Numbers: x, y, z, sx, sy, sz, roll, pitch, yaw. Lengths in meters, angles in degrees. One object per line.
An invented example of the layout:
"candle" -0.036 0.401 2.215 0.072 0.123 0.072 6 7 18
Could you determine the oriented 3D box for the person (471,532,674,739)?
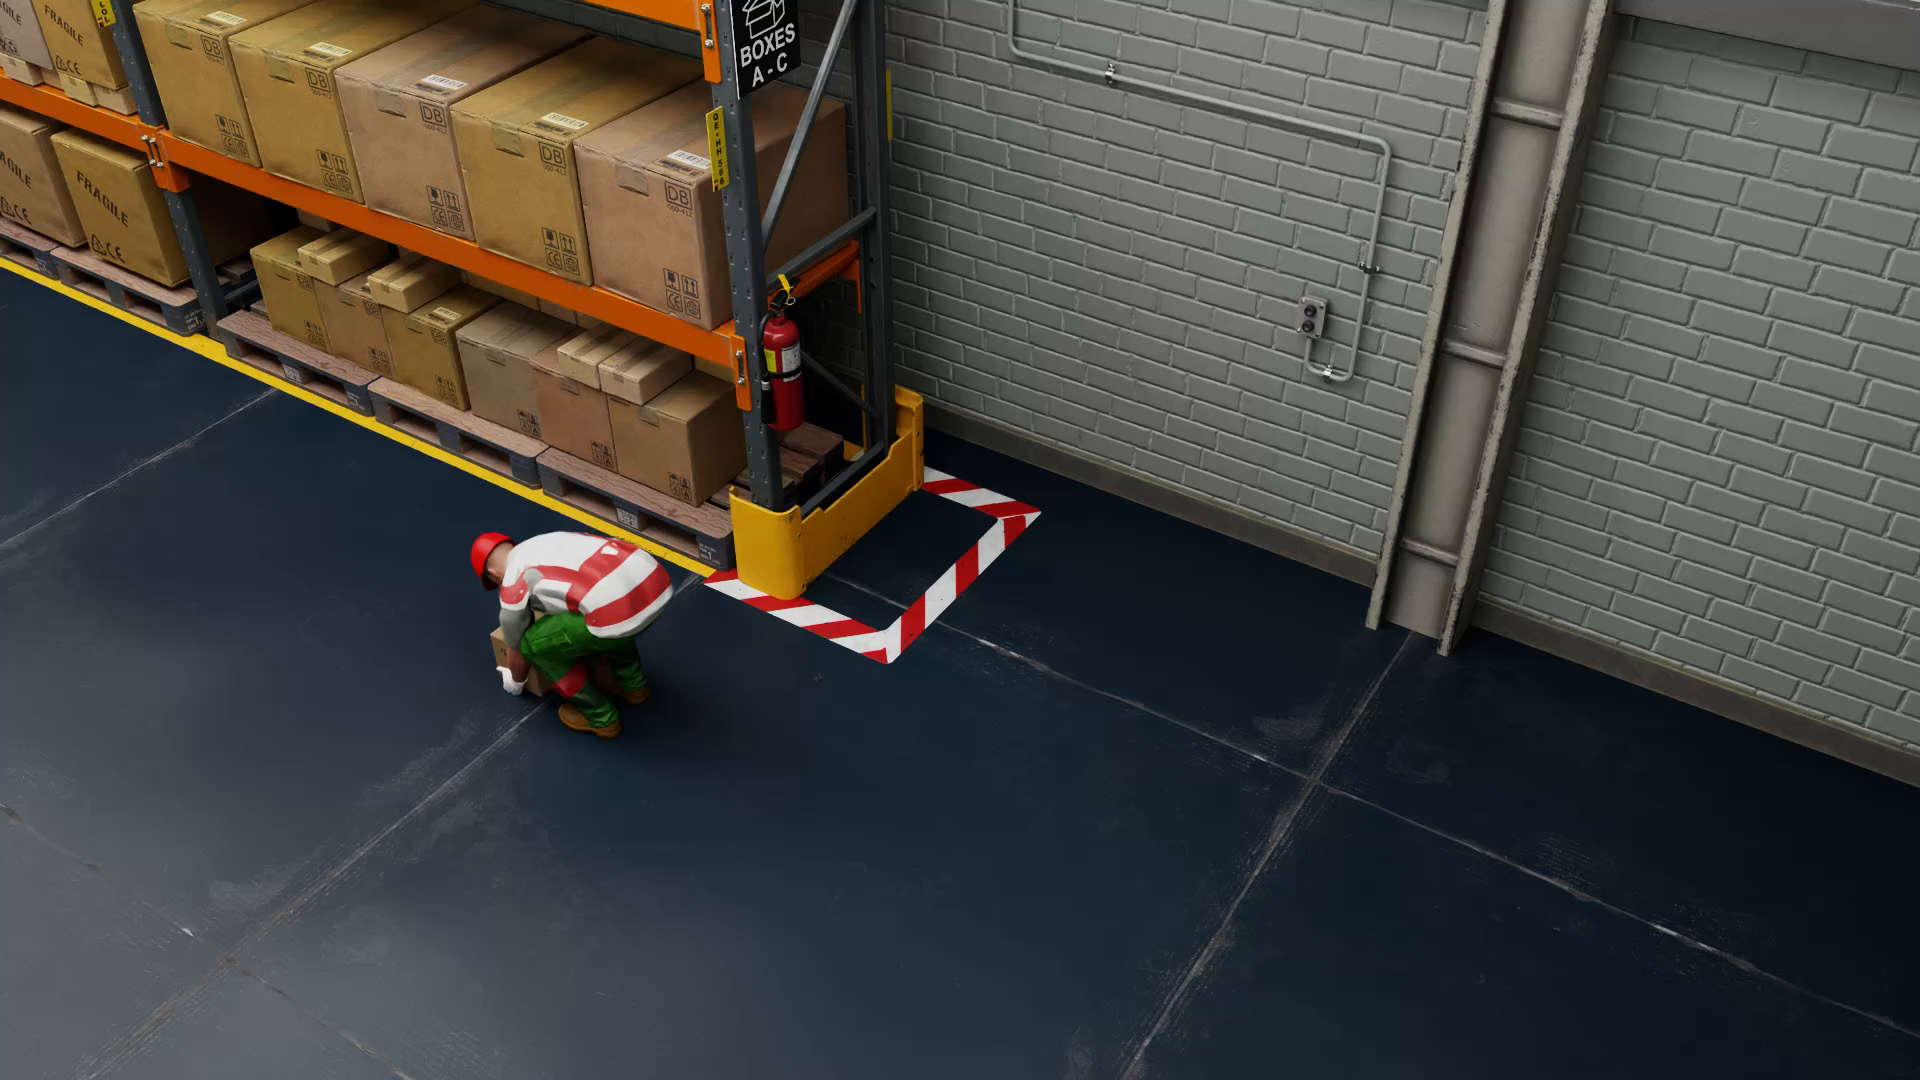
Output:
"person" -1.636 0.345 6.980 0.962 0.895 0.530 20 42 23
